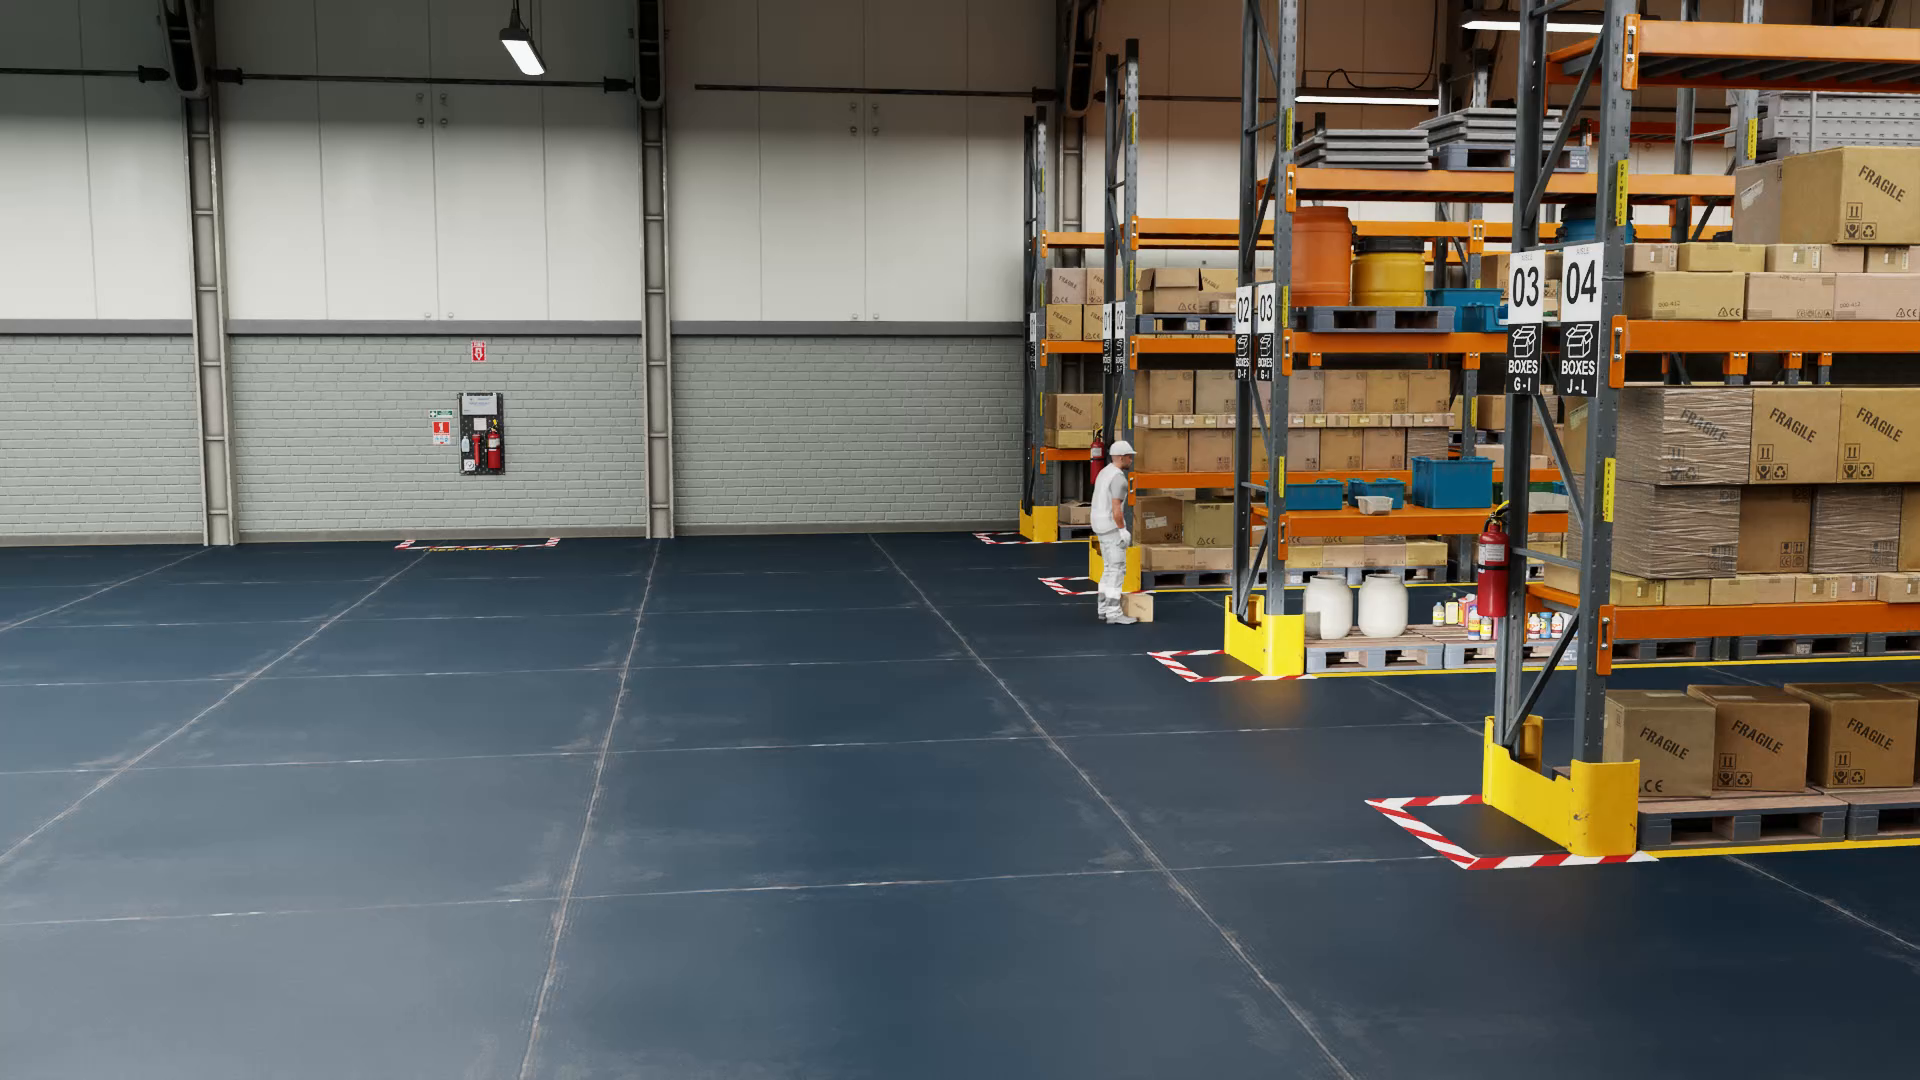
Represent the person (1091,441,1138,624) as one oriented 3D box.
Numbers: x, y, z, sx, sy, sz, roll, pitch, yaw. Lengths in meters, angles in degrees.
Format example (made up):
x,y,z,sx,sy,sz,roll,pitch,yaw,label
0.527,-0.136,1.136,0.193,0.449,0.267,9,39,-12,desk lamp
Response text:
x,y,z,sx,sy,sz,roll,pitch,yaw,label
1.533,-0.084,16.393,0.455,1.779,0.619,-1,6,-10,person
